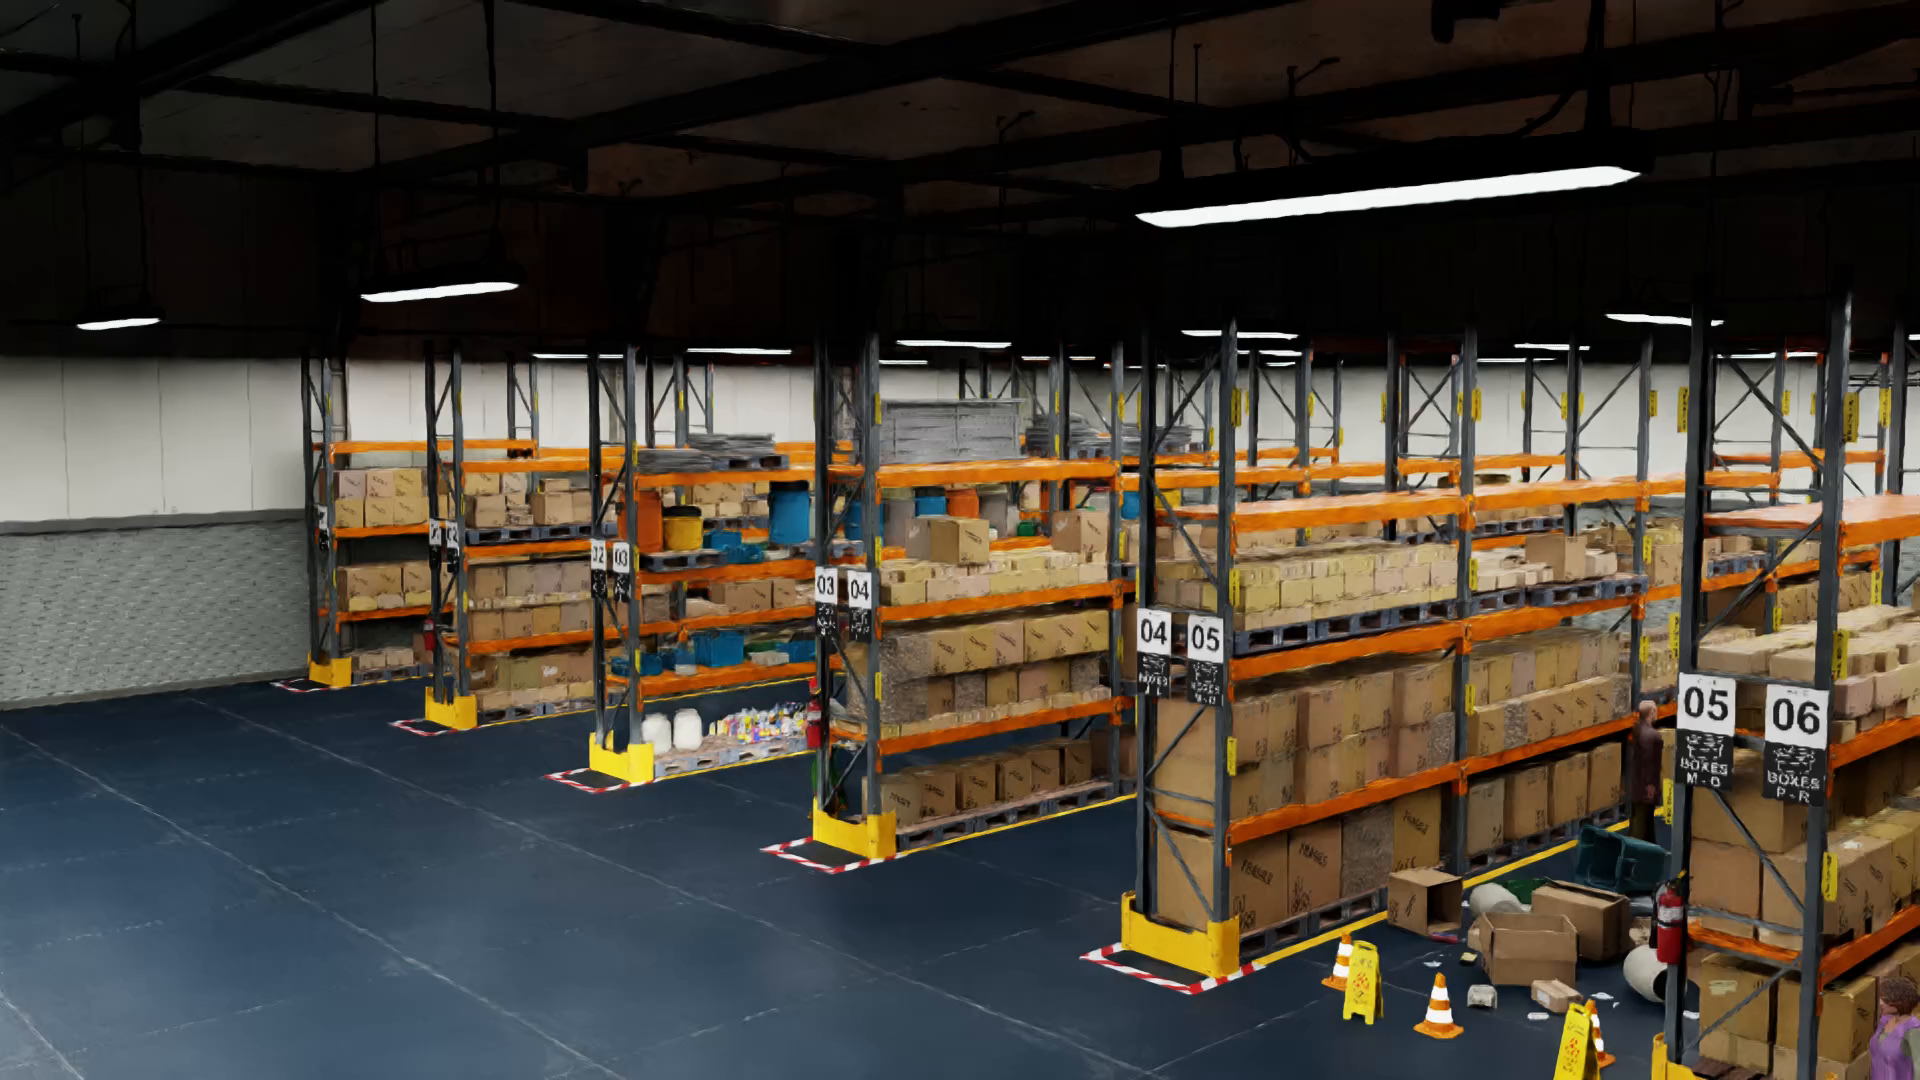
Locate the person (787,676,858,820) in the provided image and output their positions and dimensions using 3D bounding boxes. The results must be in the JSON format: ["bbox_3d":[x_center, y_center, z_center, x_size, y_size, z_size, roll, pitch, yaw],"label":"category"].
[{"bbox_3d":[-1.664,2.510,20.376,0.808,1.728,0.707,-4,6,-37],"label":"person"}]

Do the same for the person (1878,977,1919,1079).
[{"bbox_3d":[5.898,3.483,10.210,0.546,1.585,0.484,0,5,-2],"label":"person"}]

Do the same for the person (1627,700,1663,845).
[{"bbox_3d":[7.562,2.604,18.367,0.376,1.702,0.638,2,5,17],"label":"person"}]
